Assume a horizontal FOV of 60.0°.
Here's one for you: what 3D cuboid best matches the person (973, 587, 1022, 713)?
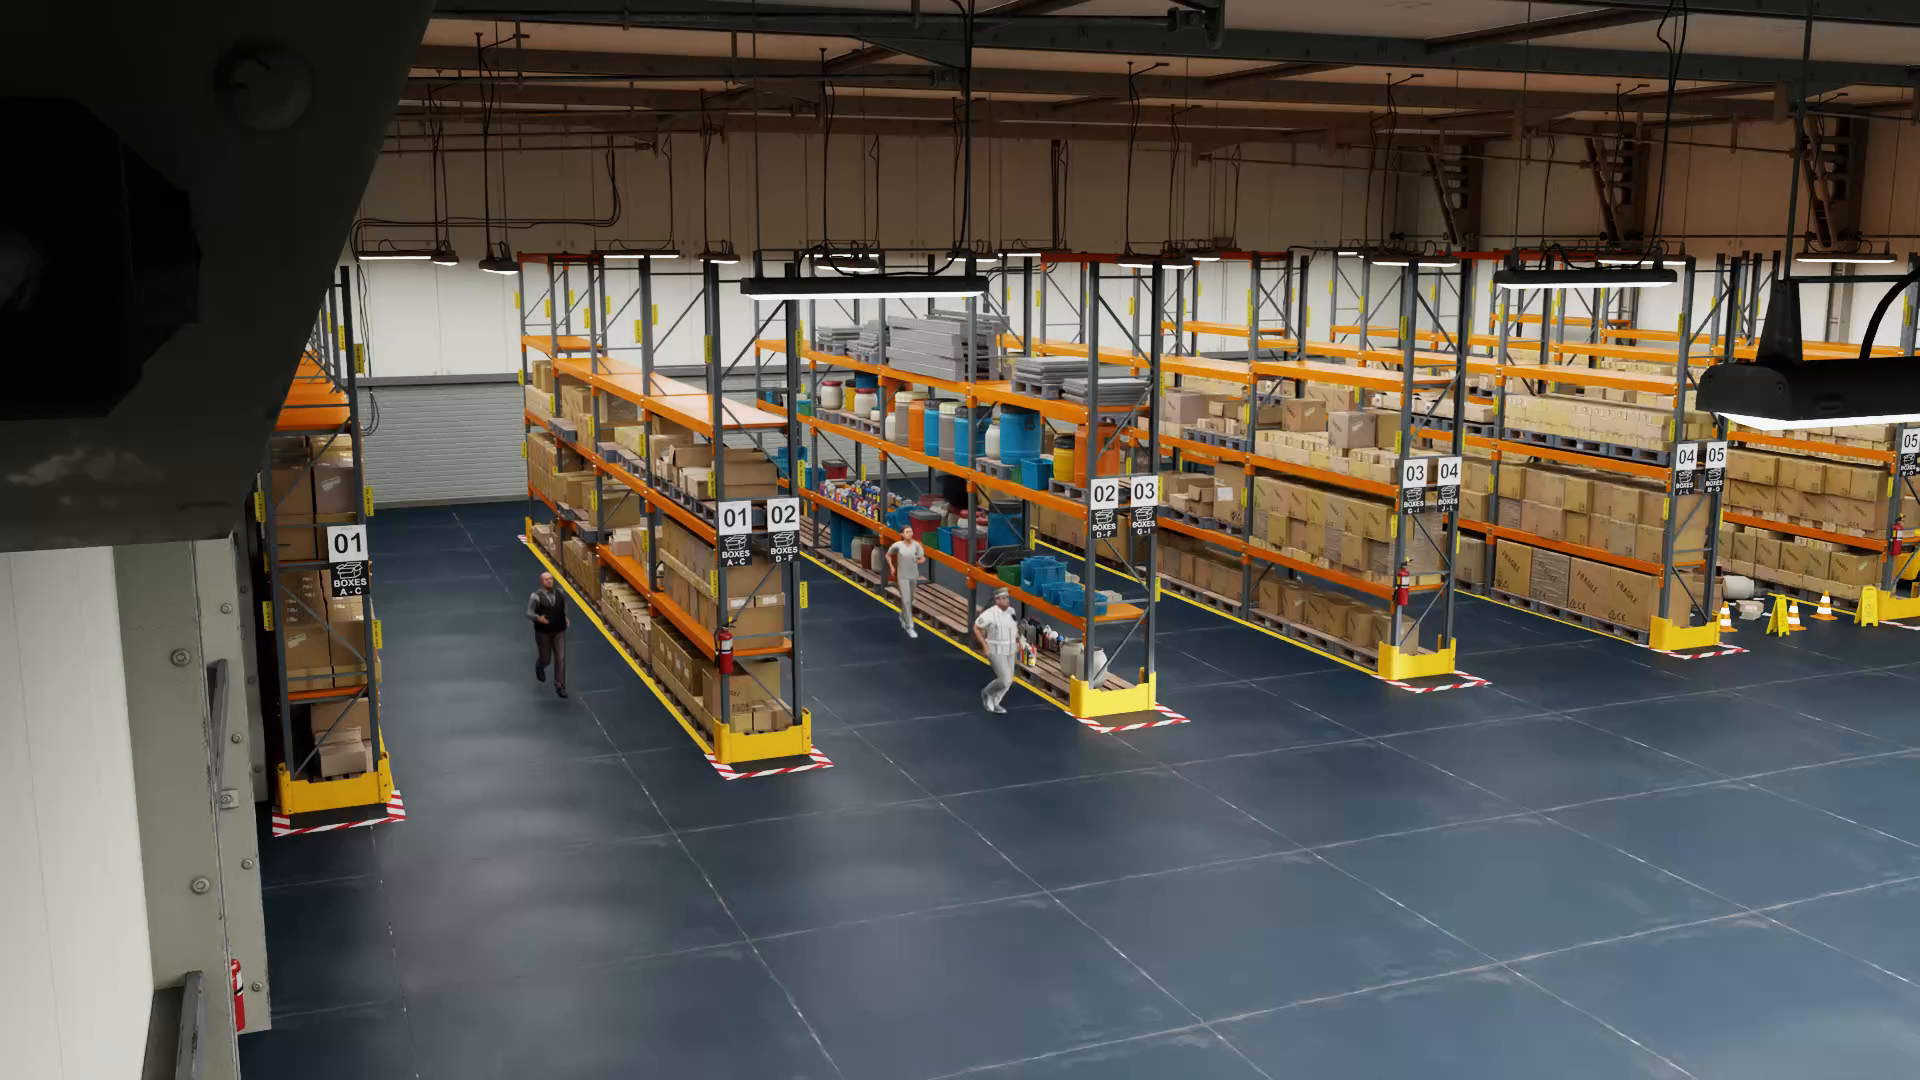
[{"bbox_3d":[0.577,1.478,22.128,0.648,1.730,0.580,-9,14,-41],"label":"person"}]

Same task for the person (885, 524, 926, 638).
[{"bbox_3d":[-0.798,0.603,25.402,0.563,1.698,0.899,-4,11,-23],"label":"person"}]

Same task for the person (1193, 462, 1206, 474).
[{"bbox_3d":[6.033,-2.073,42.141,0.598,1.560,0.537,-4,11,-22],"label":"person"}]

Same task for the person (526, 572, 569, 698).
[{"bbox_3d":[-5.714,1.291,23.187,0.661,1.717,0.936,-6,12,-31],"label":"person"}]

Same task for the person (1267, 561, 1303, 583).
[{"bbox_3d":[6.047,-0.055,30.865,0.539,1.606,0.829,-6,12,-32],"label":"person"}]
